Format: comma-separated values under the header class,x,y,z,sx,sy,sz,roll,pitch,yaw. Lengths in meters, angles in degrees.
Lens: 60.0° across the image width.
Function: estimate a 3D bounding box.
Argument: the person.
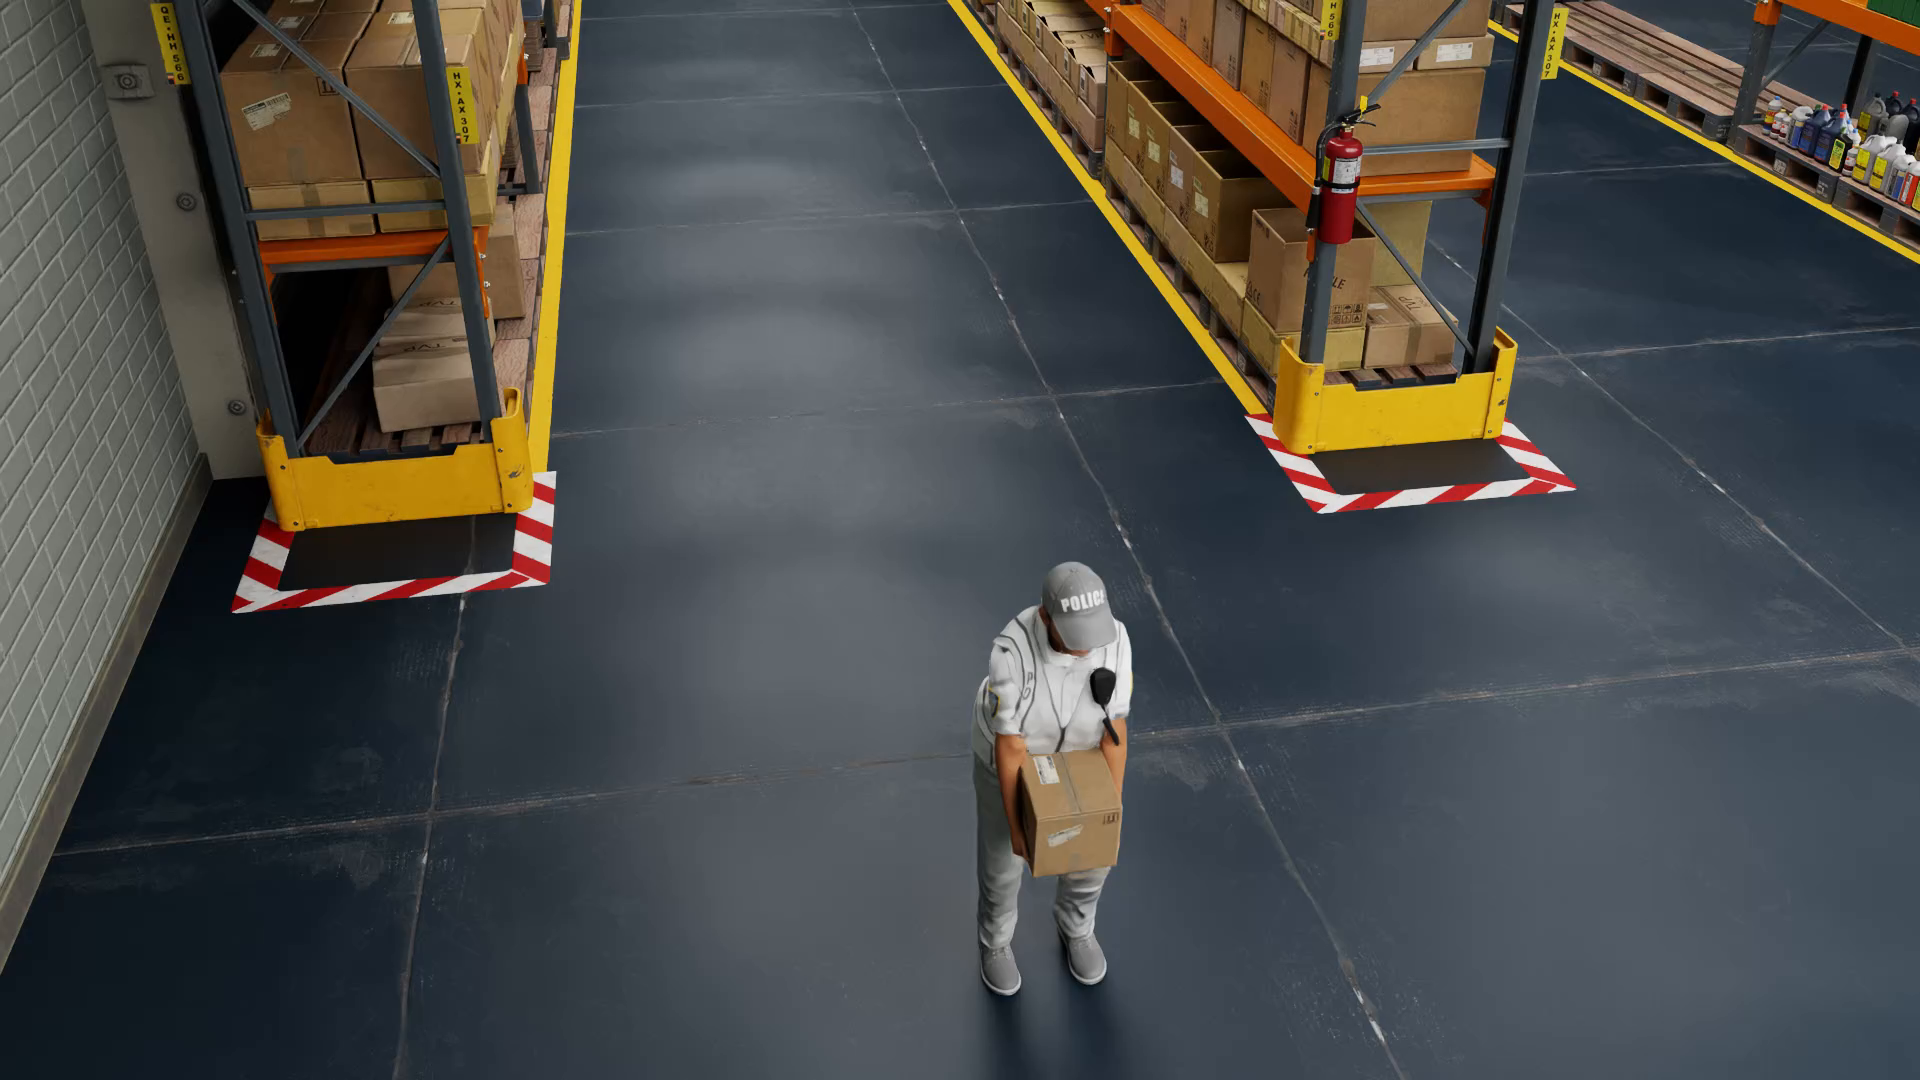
class,x,y,z,sx,sy,sz,roll,pitch,yaw
person,0.276,0.709,4.996,0.452,1.621,0.597,-6,31,-10
